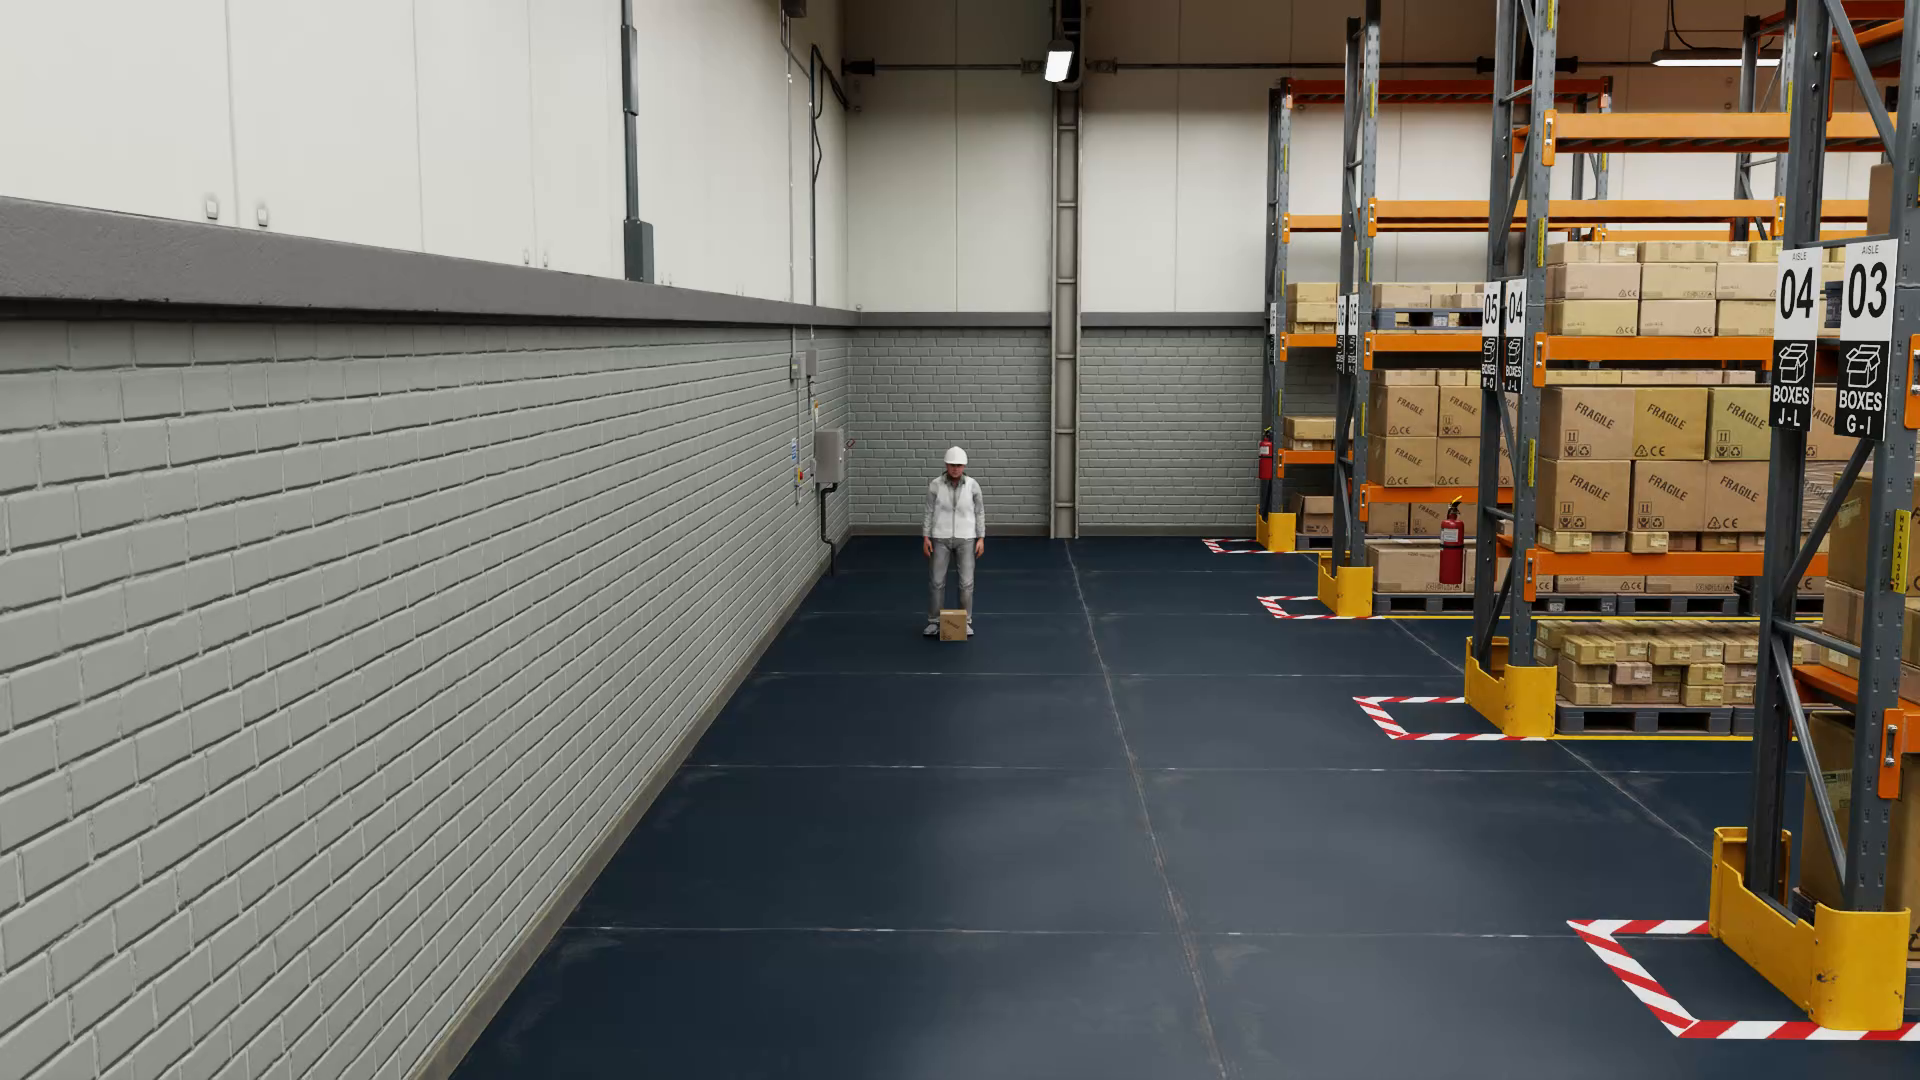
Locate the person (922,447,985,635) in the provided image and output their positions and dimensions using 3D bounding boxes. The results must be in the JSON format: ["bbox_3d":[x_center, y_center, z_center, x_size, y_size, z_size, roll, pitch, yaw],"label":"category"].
[{"bbox_3d":[-0.059,0.005,15.617,0.589,1.772,0.461,0,7,-1],"label":"person"}]
